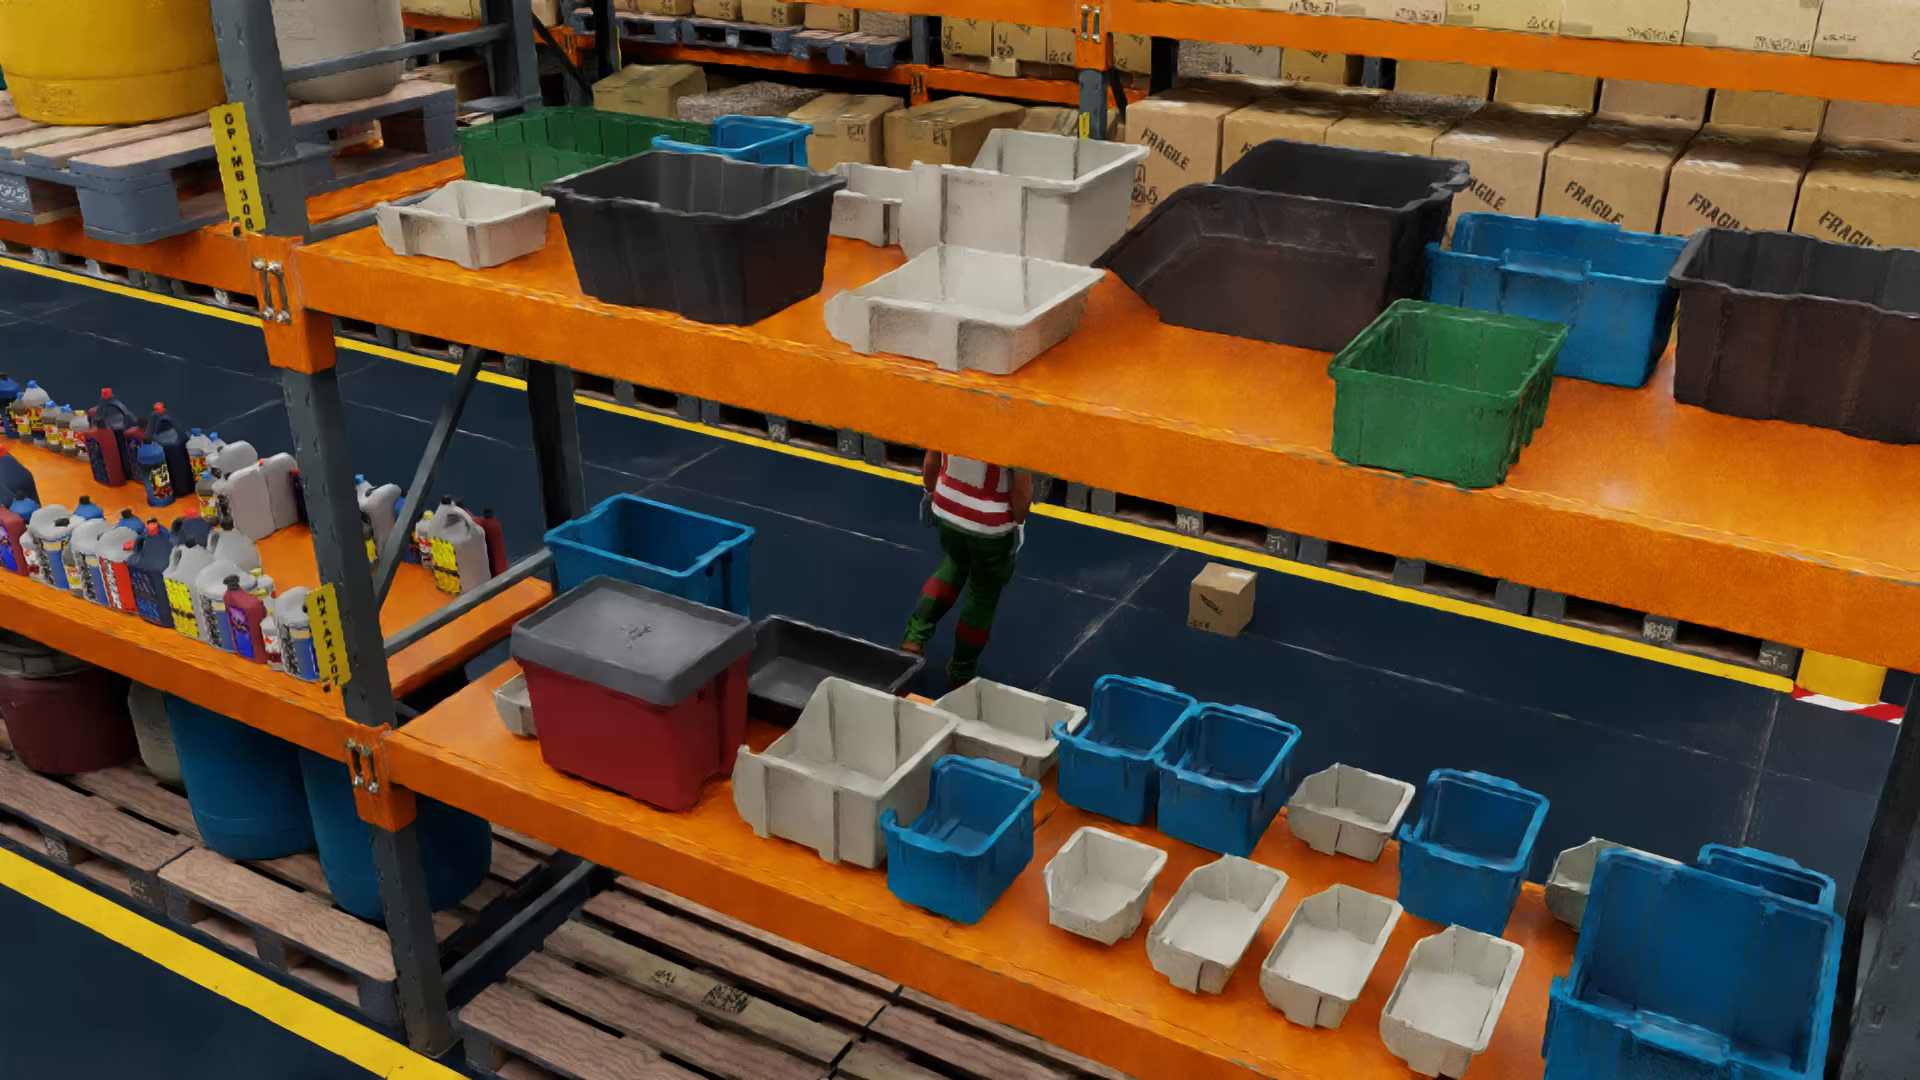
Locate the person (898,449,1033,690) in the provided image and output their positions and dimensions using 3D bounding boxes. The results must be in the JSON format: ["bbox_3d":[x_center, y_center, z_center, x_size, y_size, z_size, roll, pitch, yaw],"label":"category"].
[{"bbox_3d":[0.054,-0.120,7.357,0.700,1.767,0.472,15,30,28],"label":"person"}]
